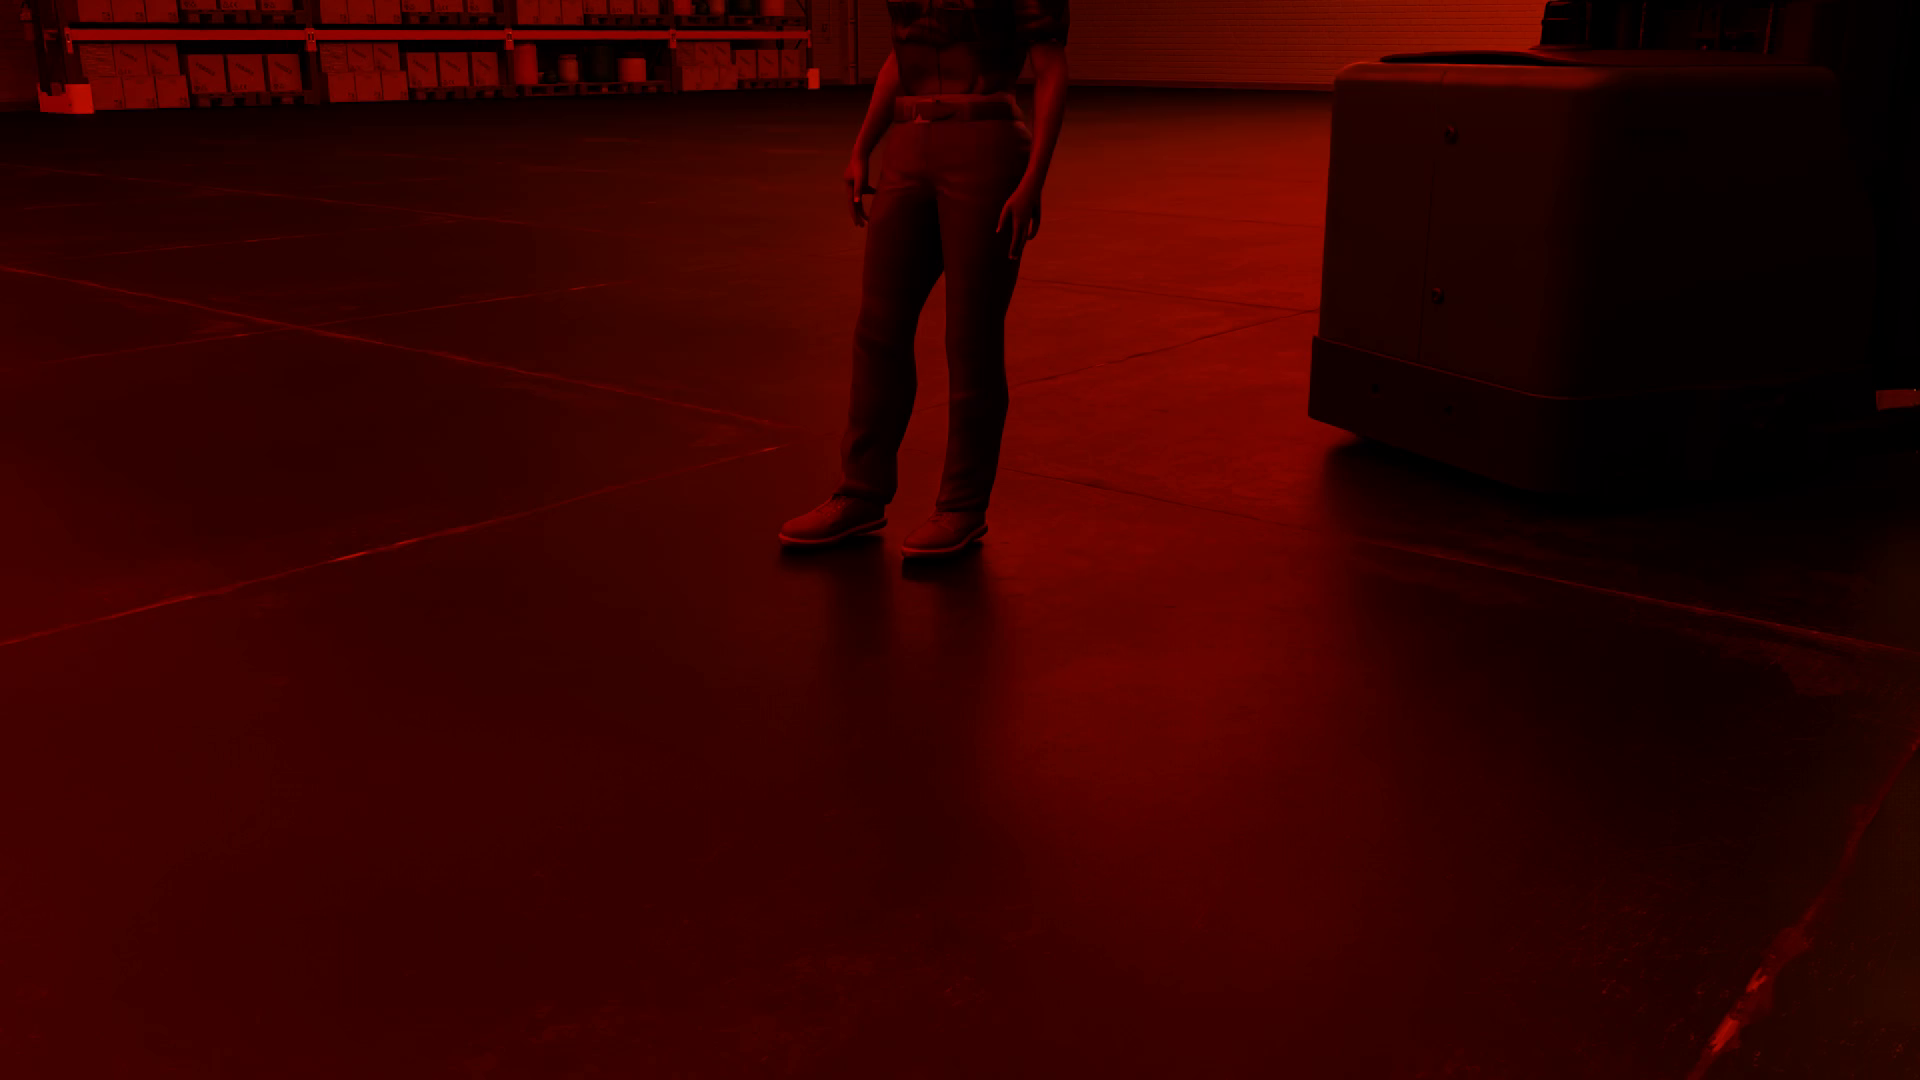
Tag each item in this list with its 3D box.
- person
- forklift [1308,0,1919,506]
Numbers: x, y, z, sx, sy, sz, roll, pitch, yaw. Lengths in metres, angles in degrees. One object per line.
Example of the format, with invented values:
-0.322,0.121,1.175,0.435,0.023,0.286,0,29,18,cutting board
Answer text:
-0.071,-0.776,3.649,0.569,1.640,0.504,13,21,37,person
2.588,-1.753,4.671,3.031,2.935,1.130,-7,18,-23,forklift
